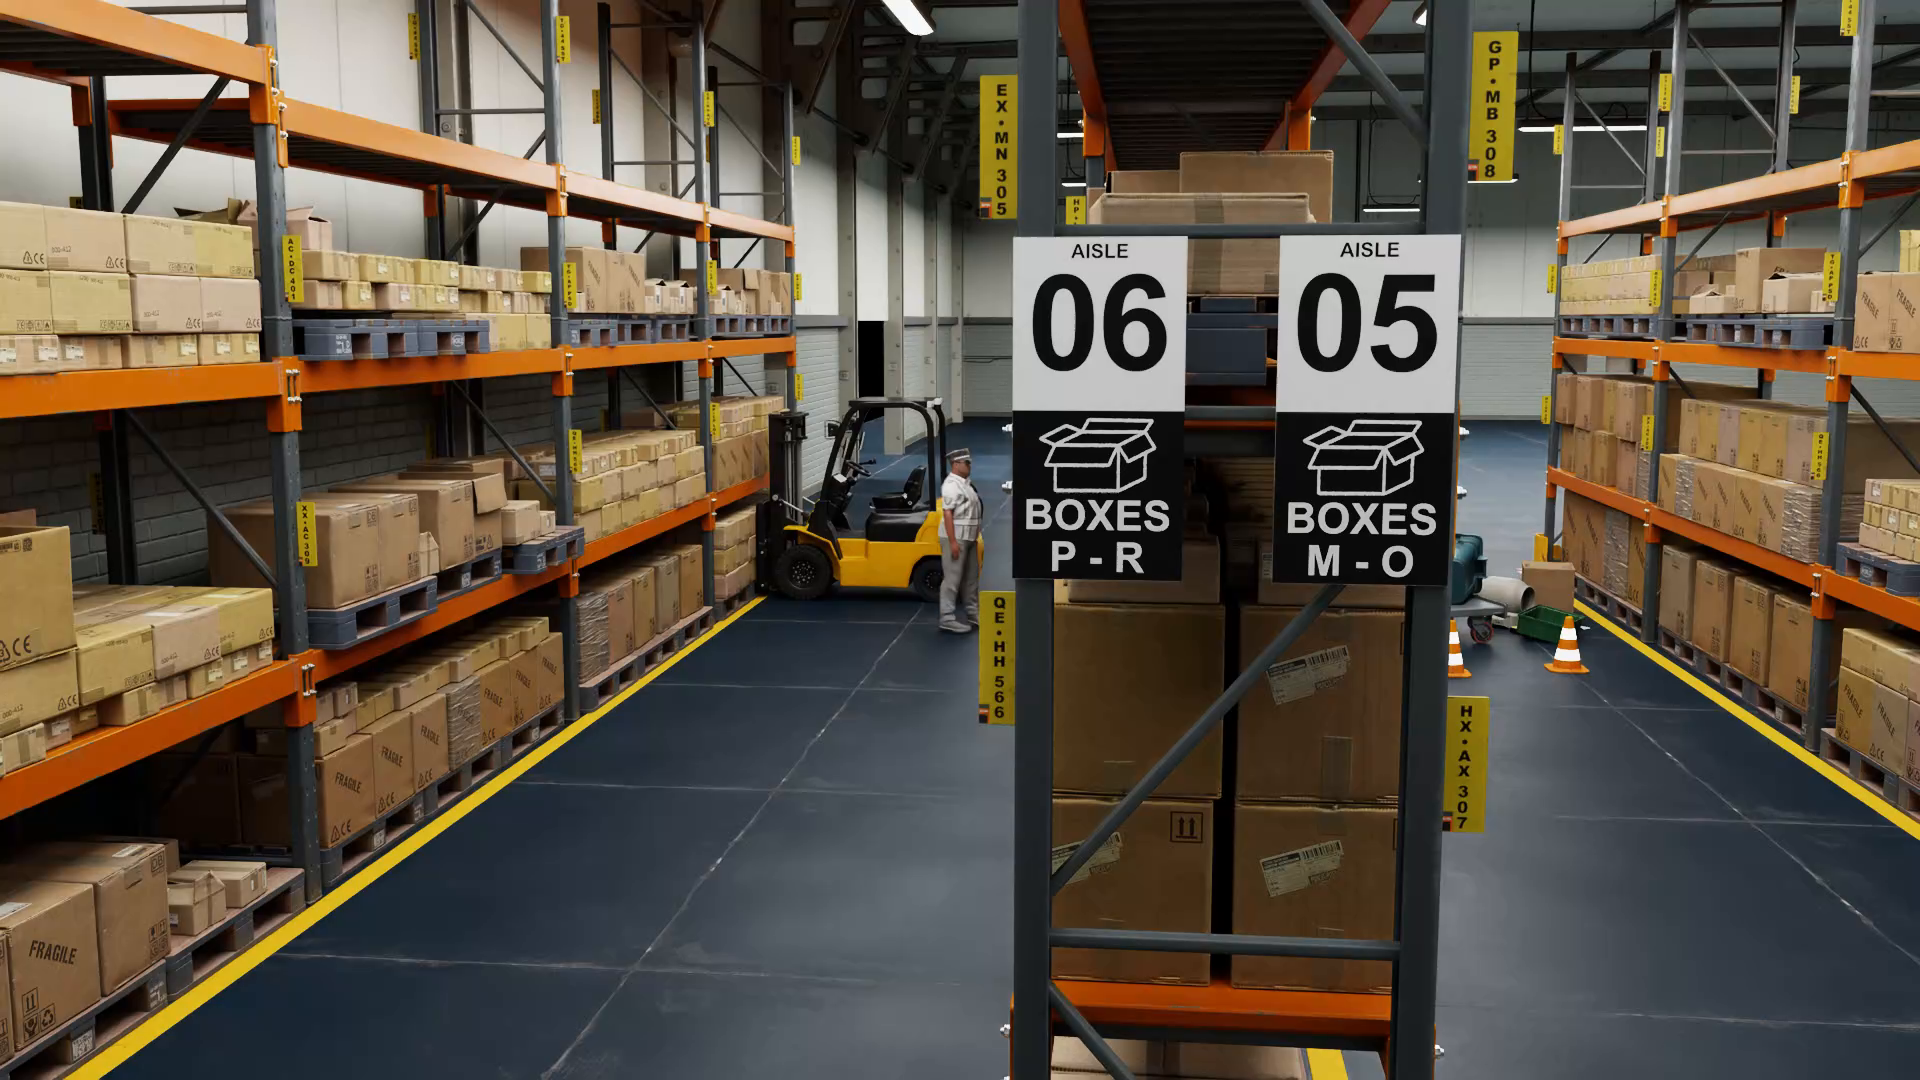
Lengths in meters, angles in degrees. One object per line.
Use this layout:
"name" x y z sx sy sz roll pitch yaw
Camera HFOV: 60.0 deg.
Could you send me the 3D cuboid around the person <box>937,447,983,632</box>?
"person" 0.037 -0.014 16.187 0.492 1.777 0.578 3 8 19
